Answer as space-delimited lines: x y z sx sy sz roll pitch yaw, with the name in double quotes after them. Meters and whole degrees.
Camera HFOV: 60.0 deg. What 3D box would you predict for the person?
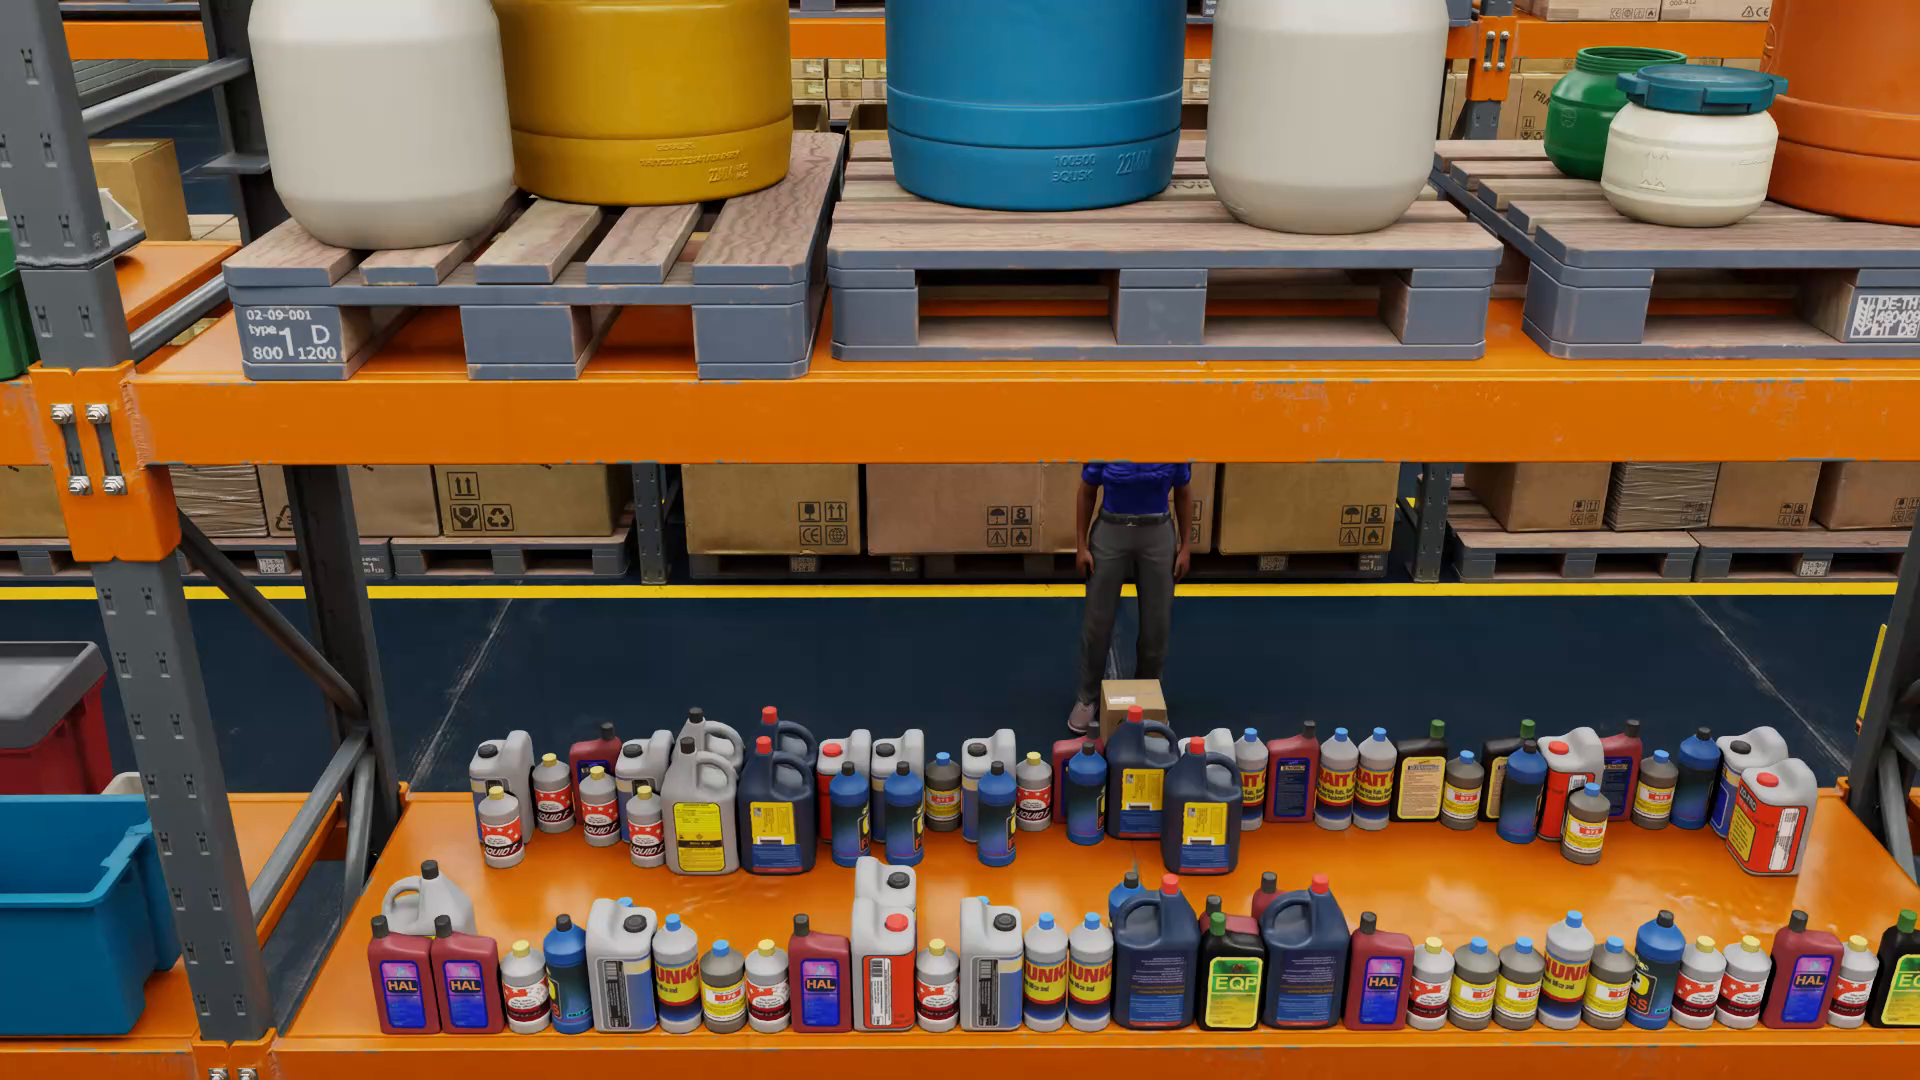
0.727 0.033 7.036 0.509 1.655 0.349 0 24 0 "person"
